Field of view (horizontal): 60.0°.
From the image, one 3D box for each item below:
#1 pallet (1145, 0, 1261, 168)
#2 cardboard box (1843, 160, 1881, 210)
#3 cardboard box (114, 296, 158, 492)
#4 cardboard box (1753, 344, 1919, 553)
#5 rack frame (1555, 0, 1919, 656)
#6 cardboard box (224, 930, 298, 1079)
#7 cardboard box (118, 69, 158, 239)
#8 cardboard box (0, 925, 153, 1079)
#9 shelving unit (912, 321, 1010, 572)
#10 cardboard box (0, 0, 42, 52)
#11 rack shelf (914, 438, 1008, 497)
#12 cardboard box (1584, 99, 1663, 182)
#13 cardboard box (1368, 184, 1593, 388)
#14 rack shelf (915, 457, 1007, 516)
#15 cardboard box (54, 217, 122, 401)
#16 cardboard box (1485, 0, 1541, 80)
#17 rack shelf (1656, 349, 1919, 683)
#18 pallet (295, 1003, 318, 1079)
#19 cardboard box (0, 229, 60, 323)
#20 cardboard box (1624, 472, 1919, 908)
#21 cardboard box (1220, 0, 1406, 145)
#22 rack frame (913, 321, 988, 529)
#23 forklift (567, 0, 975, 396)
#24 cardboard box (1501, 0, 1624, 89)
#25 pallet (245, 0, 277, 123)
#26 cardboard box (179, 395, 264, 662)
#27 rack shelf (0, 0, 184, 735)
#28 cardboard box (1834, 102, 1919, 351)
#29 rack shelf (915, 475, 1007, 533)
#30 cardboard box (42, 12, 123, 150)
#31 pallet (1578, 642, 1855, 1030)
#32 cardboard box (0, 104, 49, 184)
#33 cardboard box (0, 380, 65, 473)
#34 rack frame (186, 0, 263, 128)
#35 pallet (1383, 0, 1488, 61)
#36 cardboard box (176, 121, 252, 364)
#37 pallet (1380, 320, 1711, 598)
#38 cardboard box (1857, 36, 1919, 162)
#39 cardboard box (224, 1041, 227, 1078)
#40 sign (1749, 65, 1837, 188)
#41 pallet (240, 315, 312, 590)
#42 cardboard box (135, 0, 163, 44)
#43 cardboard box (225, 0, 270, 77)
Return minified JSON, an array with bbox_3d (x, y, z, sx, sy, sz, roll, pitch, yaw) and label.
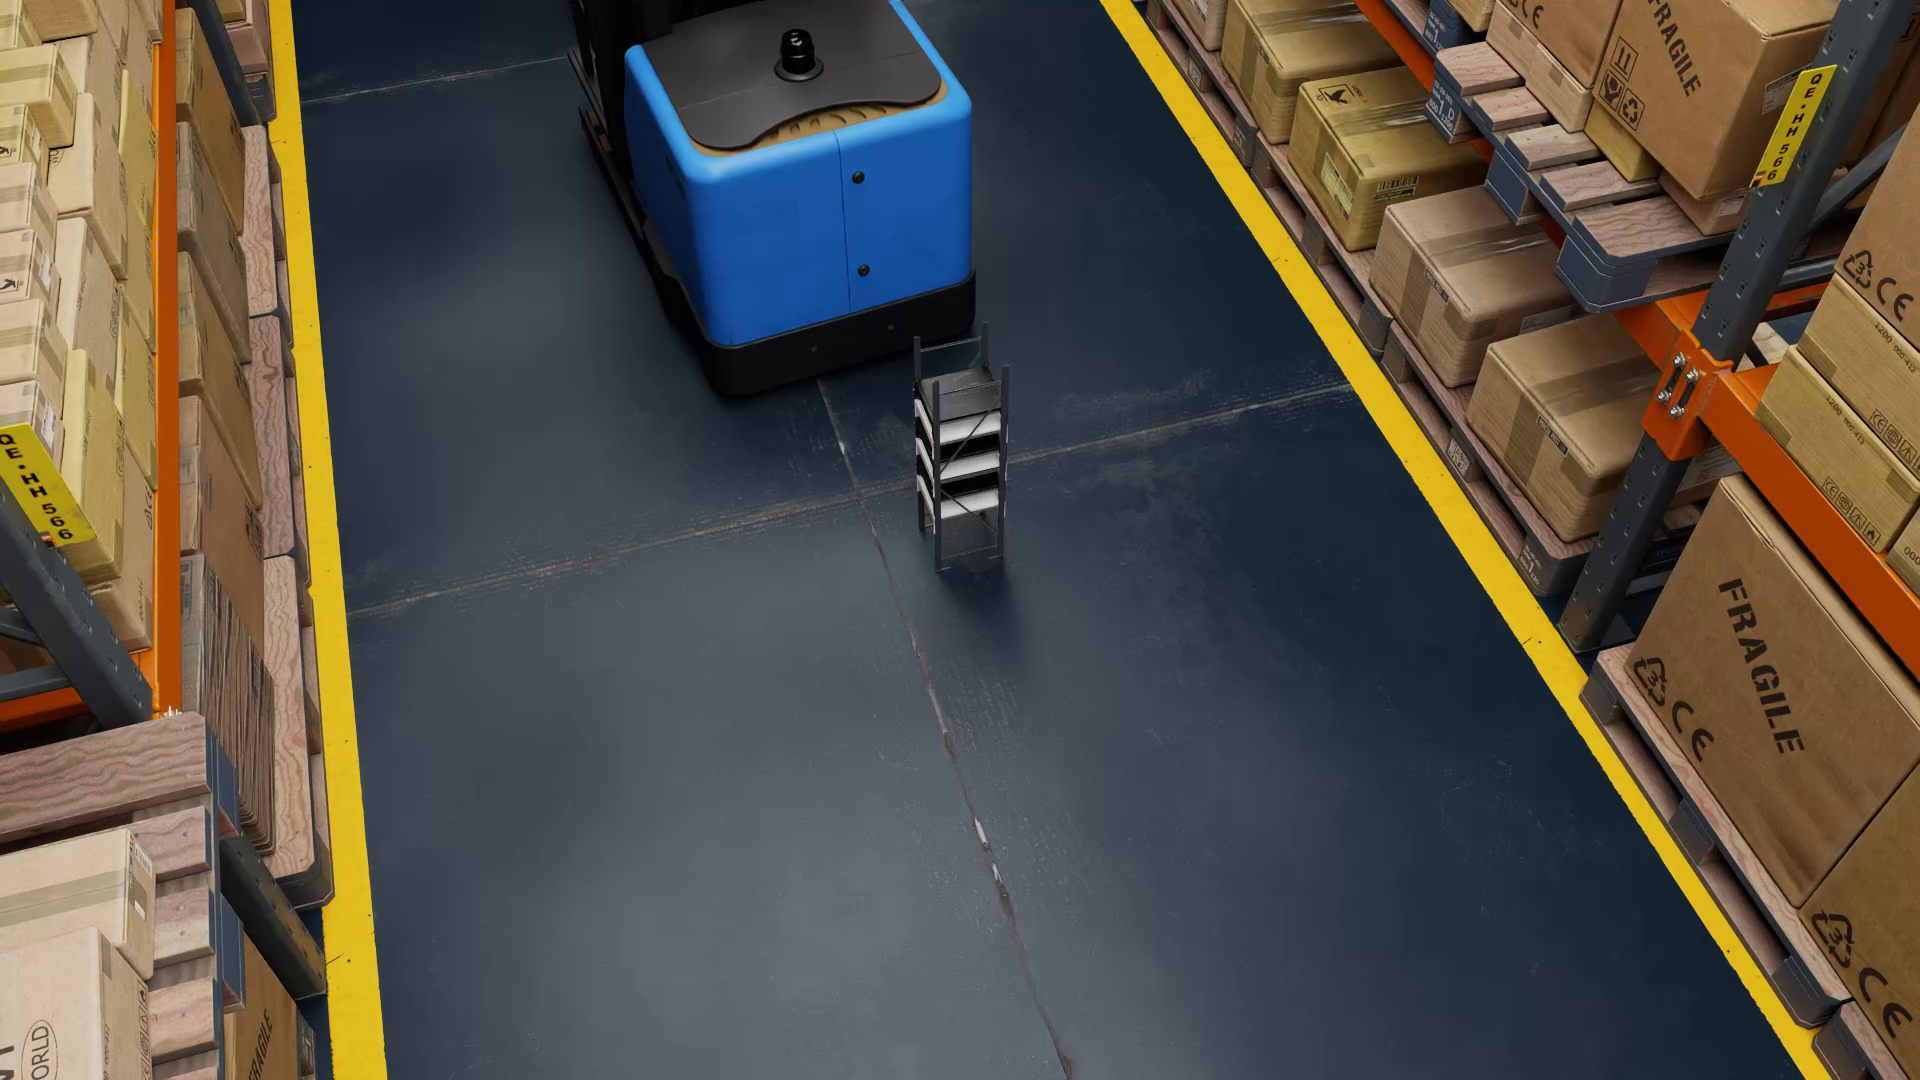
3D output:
[{"bbox_3d":[1.516,-2.201,7.467,1.003,0.211,1.213,-13,51,-11],"label":"pallet"},{"bbox_3d":[2.549,-1.080,4.589,0.380,0.149,0.250,-16,52,-13],"label":"cardboard box"},{"bbox_3d":[-2.315,-0.321,4.157,0.500,0.250,0.500,-14,51,-12],"label":"cardboard box"},{"bbox_3d":[2.372,-0.284,4.126,0.500,0.250,0.500,-14,51,-12],"label":"cardboard box"},{"bbox_3d":[2.467,-0.747,4.418,1.000,3.000,0.127,-13,51,-11],"label":"rack frame"},{"bbox_3d":[-1.943,1.309,4.045,0.500,0.500,0.500,-12,51,-10],"label":"cardboard box"},{"bbox_3d":[-2.626,-1.075,4.792,0.500,0.250,0.500,-12,51,-10],"label":"cardboard box"},{"bbox_3d":[-1.652,0.989,2.778,0.500,0.250,0.500,-15,52,-13],"label":"cardboard box"},{"bbox_3d":[0.002,-0.284,5.401,0.258,0.900,0.210,-13,51,-11],"label":"shelving unit"},{"bbox_3d":[-2.647,-1.271,4.370,0.380,0.149,0.250,-13,51,-11],"label":"cardboard box"},{"bbox_3d":[0.002,-0.263,5.426,0.258,0.077,0.200,-13,51,-11],"label":"rack shelf"},{"bbox_3d":[1.997,-1.167,4.661,0.380,0.149,0.250,-13,51,-10],"label":"cardboard box"},{"bbox_3d":[2.084,-0.987,6.064,0.950,0.372,0.625,-14,51,-12],"label":"cardboard box"},{"bbox_3d":[0.002,-0.205,5.495,0.258,0.077,0.200,-13,51,-11],"label":"rack shelf"},{"bbox_3d":[-2.318,-0.480,3.964,0.500,0.250,0.500,-12,51,-10],"label":"cardboard box"},{"bbox_3d":[1.813,-1.526,4.964,0.380,0.149,0.250,-16,52,-13],"label":"cardboard box"},{"bbox_3d":[3.059,0.946,3.461,1.077,0.370,4.000,-13,51,-11],"label":"rack shelf"},{"bbox_3d":[-2.088,1.831,4.068,1.003,0.211,1.213,-13,51,-11],"label":"pallet"},{"bbox_3d":[-2.267,-0.539,3.753,0.380,0.149,0.250,-12,51,-10],"label":"cardboard box"},{"bbox_3d":[2.592,0.326,4.628,0.875,0.875,0.875,-14,51,-11],"label":"cardboard box"},{"bbox_3d":[1.658,-2.050,6.960,0.950,0.372,0.625,-10,51,-9],"label":"cardboard box"},{"bbox_3d":[-0.028,-0.358,5.464,0.240,0.900,0.006,-13,51,-11],"label":"rack frame"},{"bbox_3d":[-0.983,-2.623,6.045,1.130,2.935,3.031,-18,52,-15],"label":"forklift"},{"bbox_3d":[1.904,-1.654,4.648,0.500,0.500,0.500,-14,51,-12],"label":"cardboard box"},{"bbox_3d":[-3.651,-2.235,7.496,1.003,0.211,1.213,-13,51,-11],"label":"pallet"},{"bbox_3d":[-2.645,0.074,5.004,0.875,0.625,0.625,-12,51,-10],"label":"cardboard box"},{"bbox_3d":[-2.865,-0.850,4.976,1.077,0.370,4.000,-13,51,-11],"label":"rack shelf"},{"bbox_3d":[2.380,-0.686,3.647,0.500,0.500,0.500,-15,51,-12],"label":"cardboard box"},{"bbox_3d":[0.002,-0.147,5.564,0.258,0.077,0.200,-13,51,-11],"label":"rack shelf"},{"bbox_3d":[-2.631,-1.233,4.599,0.500,0.250,0.500,-13,51,-10],"label":"cardboard box"},{"bbox_3d":[2.629,0.745,4.984,1.003,0.211,1.213,-13,51,-11],"label":"pallet"},{"bbox_3d":[-2.459,-0.904,4.060,0.380,0.149,0.250,-13,51,-11],"label":"cardboard box"},{"bbox_3d":[-2.086,-0.162,3.435,0.380,0.149,0.250,-12,51,-10],"label":"cardboard box"},{"bbox_3d":[-3.456,-2.543,5.932,1.000,3.000,0.127,-13,51,-11],"label":"rack frame"},{"bbox_3d":[1.843,-2.121,5.702,1.003,0.211,1.213,-13,51,-11],"label":"pallet"},{"bbox_3d":[-3.069,-0.966,5.881,0.875,0.625,0.625,-14,51,-11],"label":"cardboard box"},{"bbox_3d":[2.238,-0.419,5.965,1.003,0.211,1.213,-13,51,-11],"label":"pallet"},{"bbox_3d":[2.555,-1.391,4.426,0.500,0.500,0.500,-15,51,-12],"label":"cardboard box"},{"bbox_3d":[-1.885,1.143,3.760,0.380,0.149,0.250,-16,52,-13],"label":"cardboard box"},{"bbox_3d":[1.952,-0.965,3.896,0.100,0.325,0.005,-13,51,-11],"label":"sign"},{"bbox_3d":[-2.836,-0.222,5.799,1.003,0.211,1.213,-13,51,-11],"label":"pallet"},{"bbox_3d":[-2.903,-1.820,5.420,0.500,0.250,0.500,-14,51,-11],"label":"cardboard box"},{"bbox_3d":[-3.283,-2.220,7.184,0.500,0.250,0.500,-13,51,-11],"label":"cardboard box"}]
